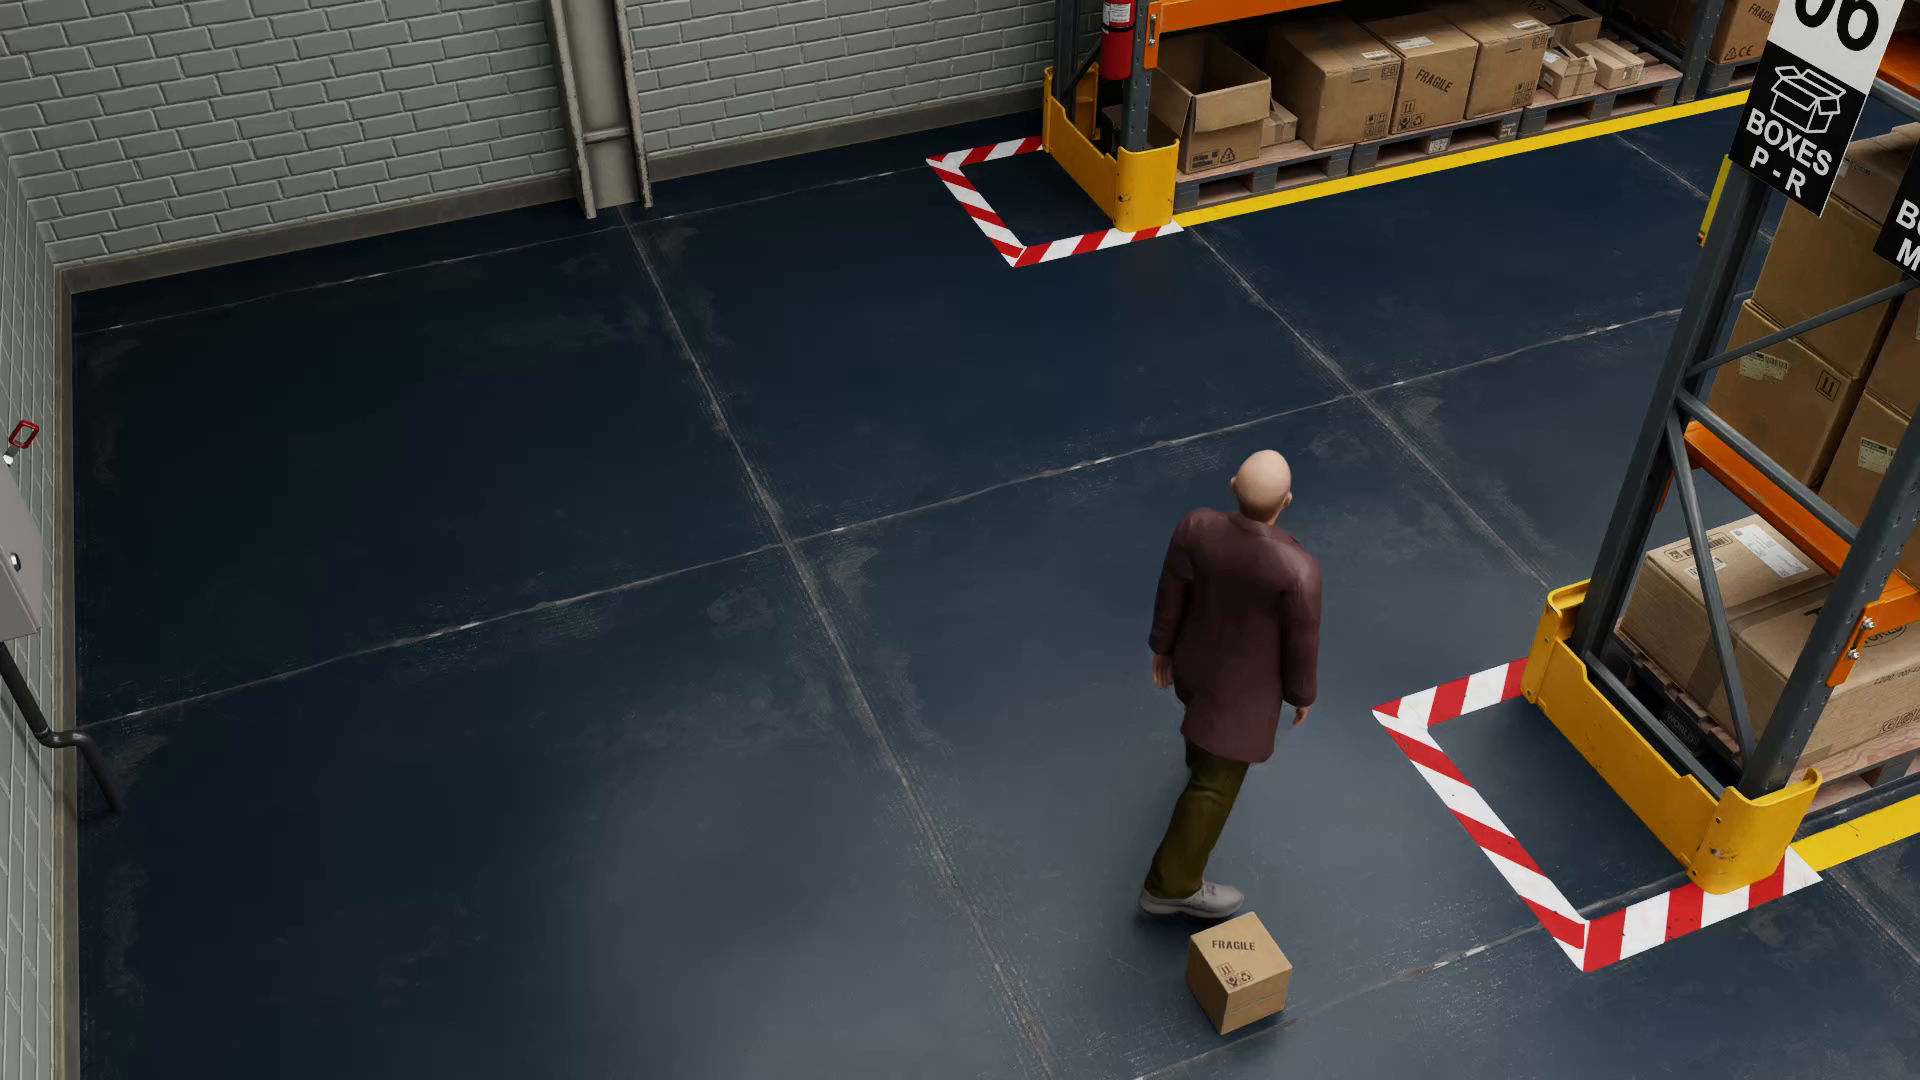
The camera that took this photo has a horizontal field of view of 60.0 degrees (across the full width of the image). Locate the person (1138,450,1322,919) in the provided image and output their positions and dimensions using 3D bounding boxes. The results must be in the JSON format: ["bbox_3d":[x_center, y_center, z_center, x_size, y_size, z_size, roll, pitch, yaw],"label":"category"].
[{"bbox_3d":[0.938,0.434,5.679,0.652,1.749,1.006,33,51,32],"label":"person"}]
